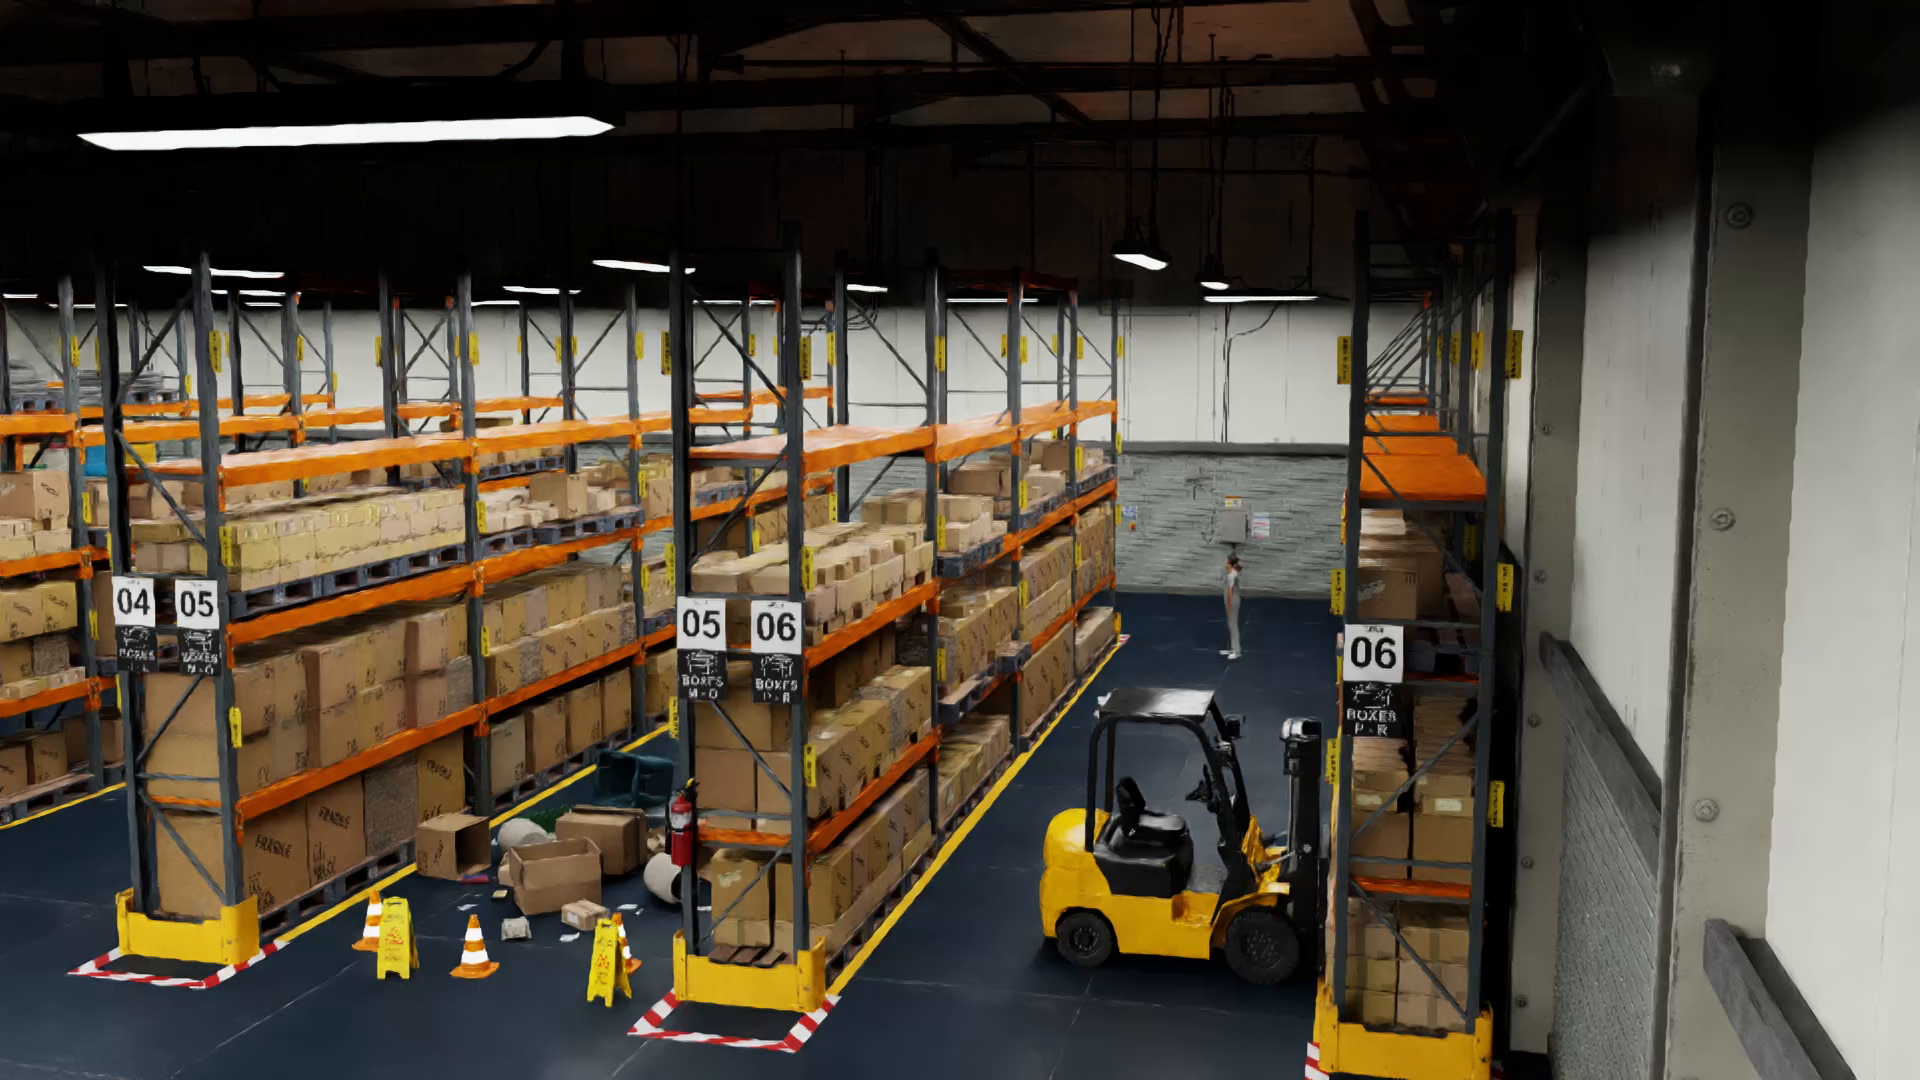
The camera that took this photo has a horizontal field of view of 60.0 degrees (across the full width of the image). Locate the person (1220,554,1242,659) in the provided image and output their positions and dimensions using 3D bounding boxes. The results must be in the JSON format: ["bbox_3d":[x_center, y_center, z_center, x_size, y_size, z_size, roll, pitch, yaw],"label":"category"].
[{"bbox_3d":[4.376,1.056,26.844,0.391,1.674,0.572,2,7,18],"label":"person"}]
